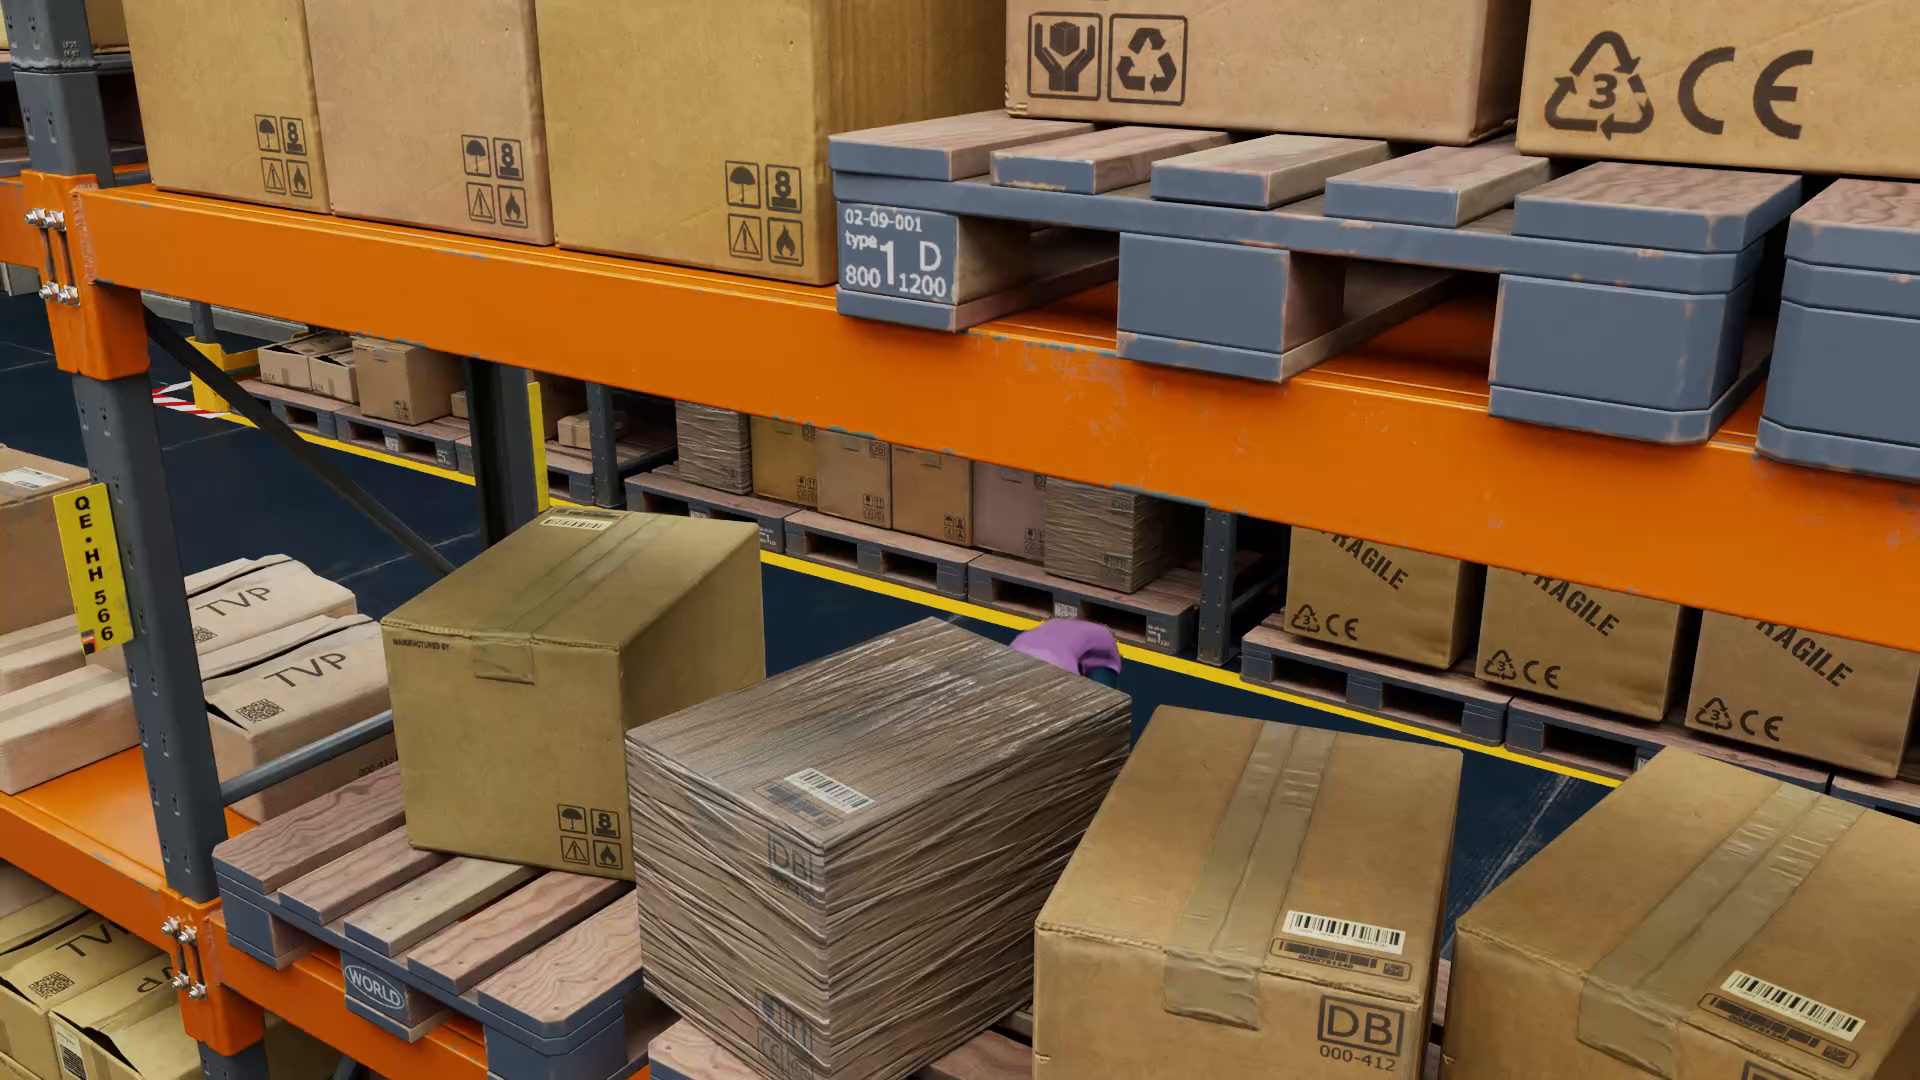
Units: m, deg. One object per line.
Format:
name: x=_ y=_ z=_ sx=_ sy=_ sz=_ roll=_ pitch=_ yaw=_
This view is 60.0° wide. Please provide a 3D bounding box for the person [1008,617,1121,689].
person: x=0.345 y=0.683 z=6.579 sx=0.422 sy=0.697 sz=0.864 roll=13 pitch=24 yaw=31
